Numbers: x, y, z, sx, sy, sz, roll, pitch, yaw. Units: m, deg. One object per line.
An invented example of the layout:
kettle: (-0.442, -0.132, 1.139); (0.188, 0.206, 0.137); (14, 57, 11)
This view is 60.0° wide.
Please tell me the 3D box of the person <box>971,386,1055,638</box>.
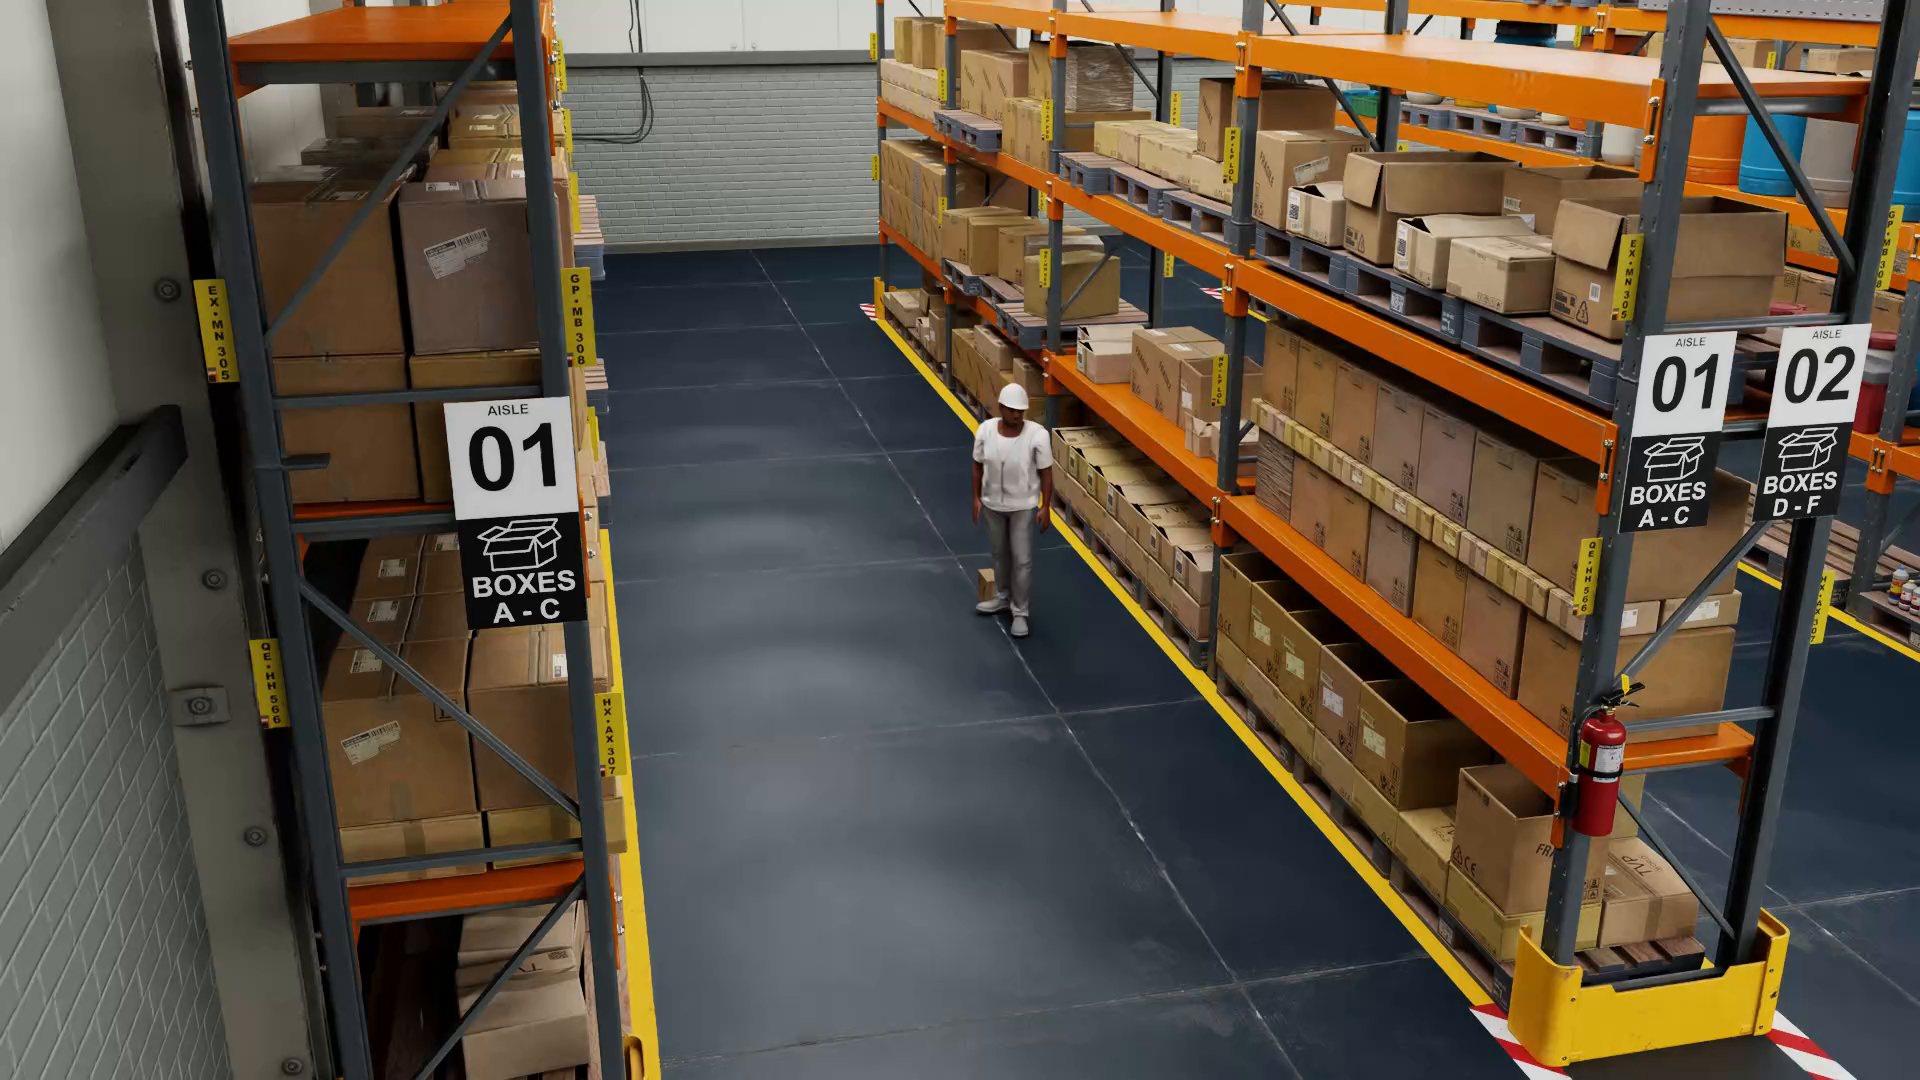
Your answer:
person: (0.364, -0.230, 11.681); (0.588, 1.766, 0.571); (6, 20, 18)
